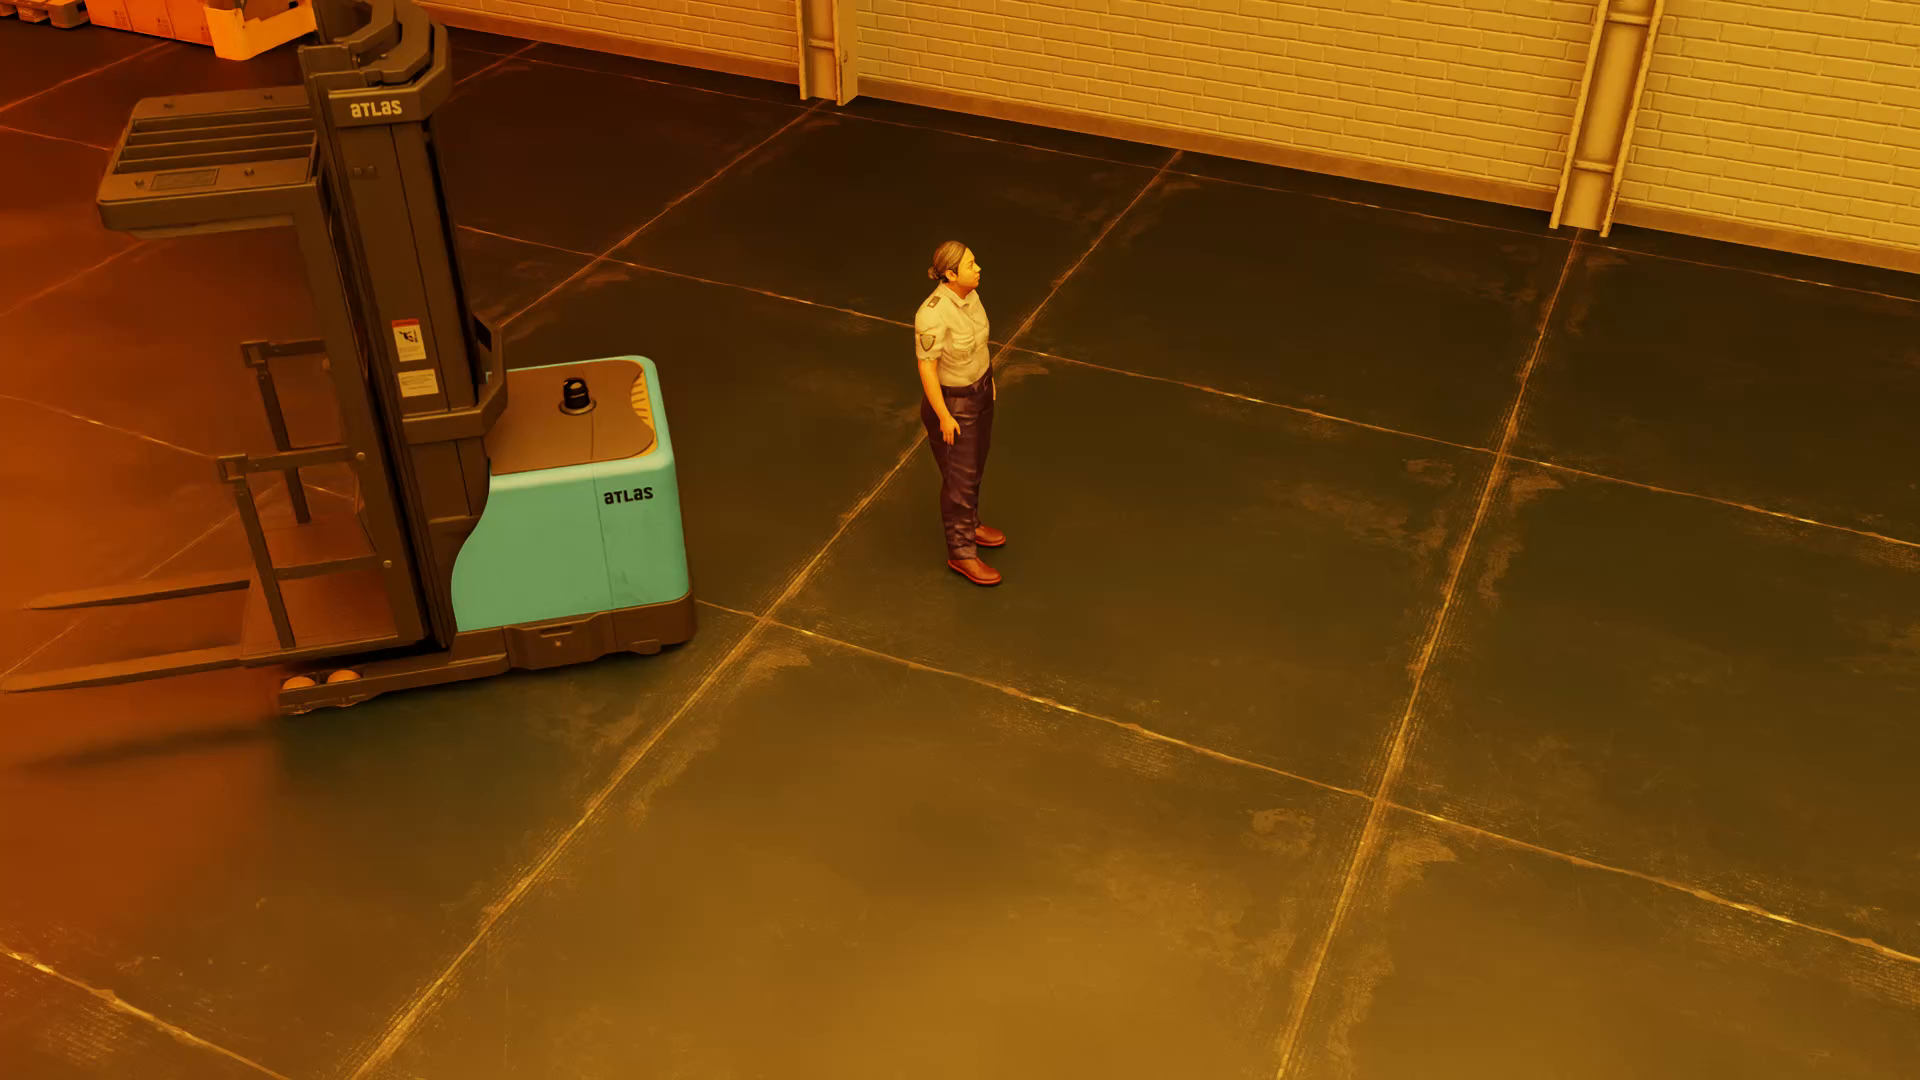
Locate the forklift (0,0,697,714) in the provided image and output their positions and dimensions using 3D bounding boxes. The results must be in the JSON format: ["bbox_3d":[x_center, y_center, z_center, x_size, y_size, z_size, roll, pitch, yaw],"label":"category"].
[{"bbox_3d":[-2.823,-0.748,7.136,3.031,2.935,1.130,-8,36,-11],"label":"forklift"}]

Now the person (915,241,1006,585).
[{"bbox_3d":[0.072,-0.643,8.081,0.503,1.650,0.599,15,38,20],"label":"person"}]
